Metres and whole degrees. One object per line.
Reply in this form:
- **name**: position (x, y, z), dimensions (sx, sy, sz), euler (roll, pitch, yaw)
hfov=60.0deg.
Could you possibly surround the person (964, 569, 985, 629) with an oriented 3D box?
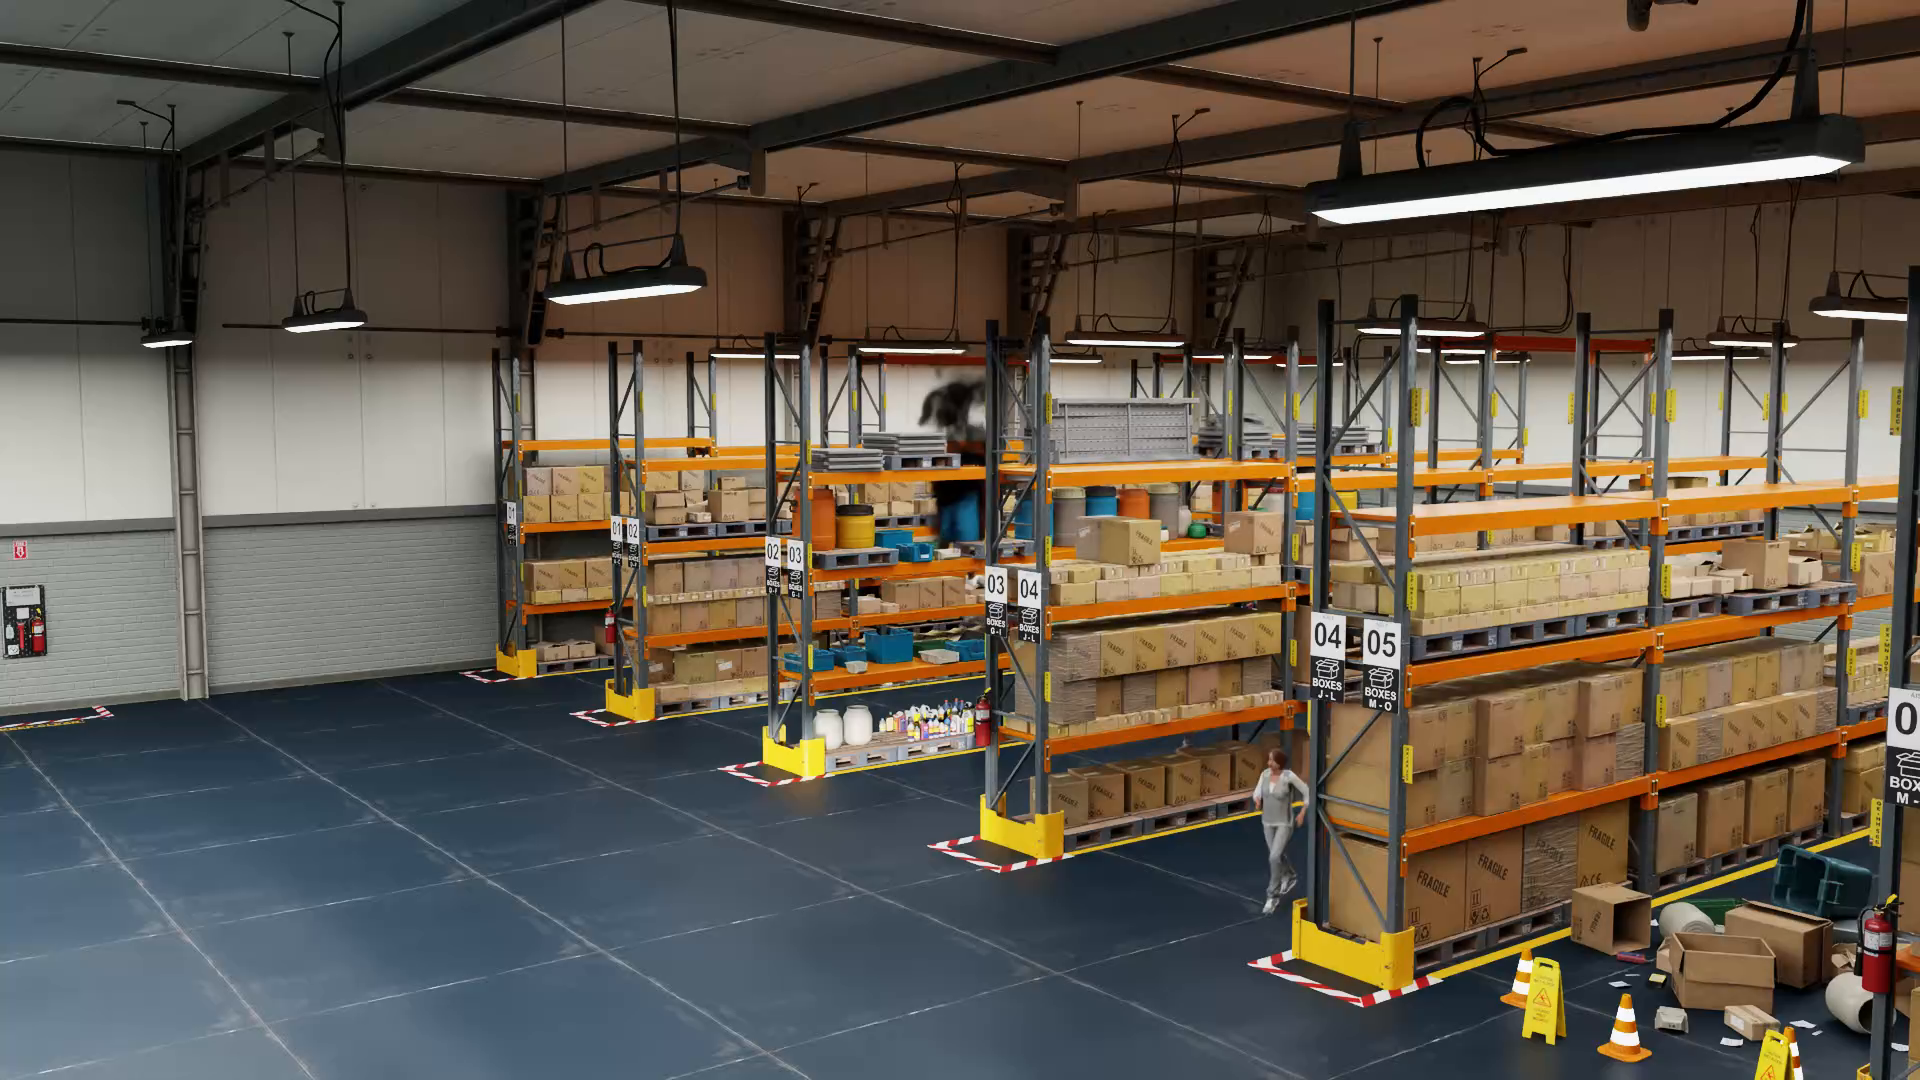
- **person**: position (0.243, 1.312, 34.024), dimensions (0.632, 1.728, 0.680), euler (-5, 7, -43)

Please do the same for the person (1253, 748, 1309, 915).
- **person**: position (3.227, 2.897, 16.768), dimensions (0.551, 1.647, 0.725), euler (5, 7, 44)

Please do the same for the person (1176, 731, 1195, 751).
- **person**: position (3.116, 2.026, 22.658), dimensions (0.587, 1.726, 0.701), euler (-5, 7, -43)
